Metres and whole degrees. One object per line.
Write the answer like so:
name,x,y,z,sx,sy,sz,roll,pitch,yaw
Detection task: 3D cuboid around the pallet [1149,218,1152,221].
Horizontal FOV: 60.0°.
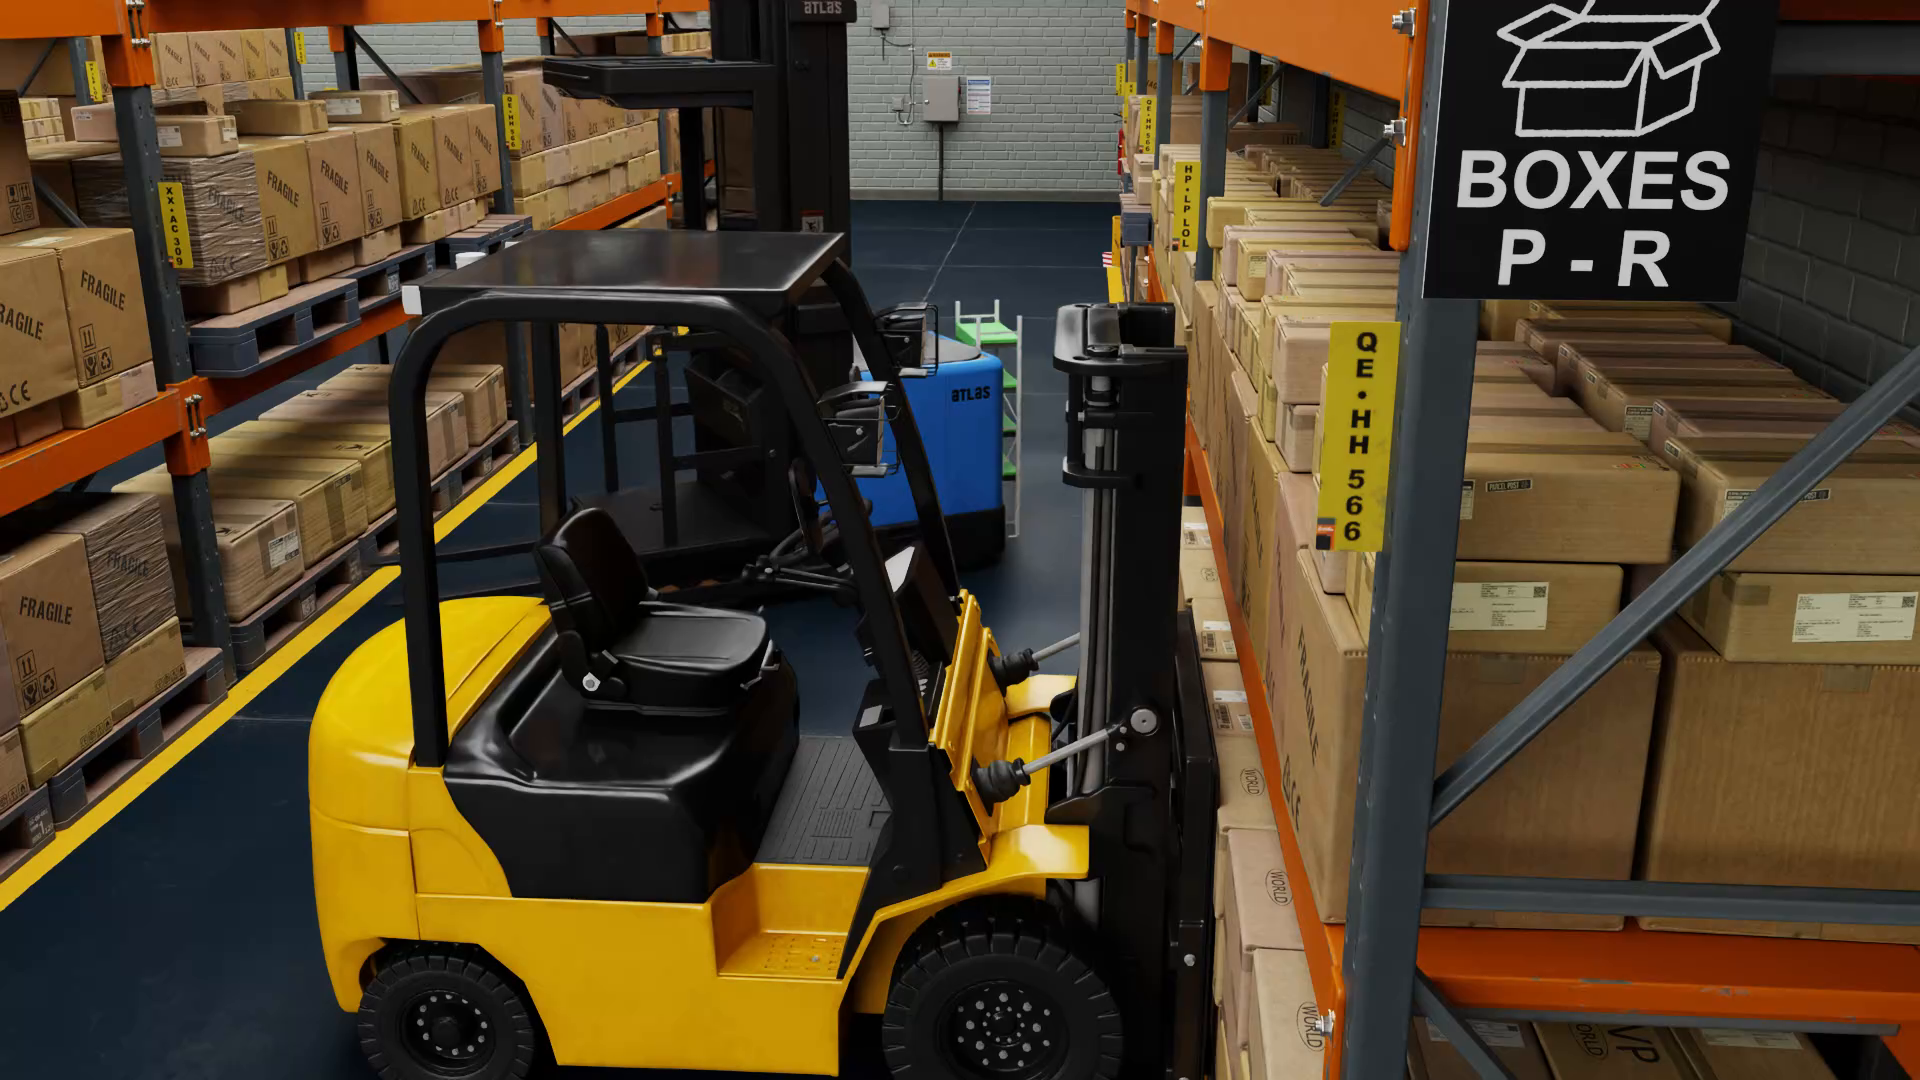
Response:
pallet,1.799,-2.458,11.914,1.003,0.211,1.213,1,18,4

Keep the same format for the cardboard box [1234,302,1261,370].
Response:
cardboard box,0.972,-0.568,4.637,0.380,0.149,0.250,1,18,2

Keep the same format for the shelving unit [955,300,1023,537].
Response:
shelving unit,0.148,-0.656,8.998,0.258,1.200,0.503,-4,19,-12

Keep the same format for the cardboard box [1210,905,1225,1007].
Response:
cardboard box,0.877,0.935,4.191,0.500,0.250,0.500,1,18,3

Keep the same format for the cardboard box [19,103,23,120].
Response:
cardboard box,-7.818,-3.446,13.396,0.380,0.149,0.250,1,18,2

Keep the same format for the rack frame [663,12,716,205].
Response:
rack frame,-2.713,-4.539,17.958,1.000,3.000,0.127,1,18,4

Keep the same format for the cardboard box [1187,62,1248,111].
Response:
cardboard box,2.323,-4.070,15.086,0.500,0.500,0.500,1,18,2

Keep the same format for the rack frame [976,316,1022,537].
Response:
rack frame,0.202,-0.582,8.772,0.240,1.200,0.015,-4,19,-12

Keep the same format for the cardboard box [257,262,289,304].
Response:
cardboard box,-3.192,-1.134,7.296,0.380,0.149,0.250,2,18,5

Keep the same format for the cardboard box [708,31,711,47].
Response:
cardboard box,-2.576,-4.856,16.119,0.380,0.149,0.250,2,18,5

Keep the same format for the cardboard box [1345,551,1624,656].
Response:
cardboard box,0.836,0.070,2.689,0.380,0.149,0.250,2,18,5

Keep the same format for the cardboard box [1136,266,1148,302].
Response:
cardboard box,1.664,-1.888,13.207,0.500,0.500,0.500,1,18,3

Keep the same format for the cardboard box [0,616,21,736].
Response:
cardboard box,-3.419,0.445,5.285,0.500,0.500,0.500,2,18,7

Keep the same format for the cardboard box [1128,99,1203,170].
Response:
cardboard box,1.656,-3.128,12.817,0.700,0.500,0.500,1,18,5

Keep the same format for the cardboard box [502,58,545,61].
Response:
cardboard box,-3.327,-3.530,13.114,0.500,0.500,0.500,1,18,4

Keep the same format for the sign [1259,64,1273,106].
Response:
sign,2.505,-3.726,13.617,0.100,0.325,0.005,1,18,4

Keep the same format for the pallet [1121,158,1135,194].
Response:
pallet,1.785,-2.850,13.112,1.003,0.211,1.213,1,18,4

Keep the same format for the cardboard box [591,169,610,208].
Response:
cardboard box,-2.906,-2.606,12.298,0.500,0.250,0.500,1,18,4

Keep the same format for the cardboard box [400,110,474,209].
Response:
cardboard box,-3.068,-2.135,9.308,0.500,0.500,0.500,1,18,3

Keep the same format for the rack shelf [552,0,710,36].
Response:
rack shelf,-2.857,-5.001,15.707,1.077,0.370,4.000,1,18,4

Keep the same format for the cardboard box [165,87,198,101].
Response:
cardboard box,-7.557,-4.022,15.743,0.500,0.500,0.500,1,18,3

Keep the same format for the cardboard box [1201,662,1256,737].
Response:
cardboard box,0.914,0.549,4.566,0.500,0.250,0.500,1,18,3

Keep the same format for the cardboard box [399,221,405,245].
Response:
cardboard box,-3.172,-1.624,8.792,0.380,0.149,0.250,1,18,4

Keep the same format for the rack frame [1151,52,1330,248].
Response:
rack frame,1.664,-1.945,10.041,1.000,3.000,0.127,1,18,4

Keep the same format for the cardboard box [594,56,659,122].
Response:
cardboard box,-2.782,-3.675,13.555,0.500,0.500,0.500,2,18,6

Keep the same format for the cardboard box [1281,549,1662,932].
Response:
cardboard box,0.864,0.334,2.927,0.500,0.500,0.500,1,18,3

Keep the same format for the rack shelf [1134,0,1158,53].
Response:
rack shelf,1.808,-3.649,11.581,1.077,0.370,4.000,1,18,4

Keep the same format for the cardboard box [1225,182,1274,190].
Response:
cardboard box,1.243,-1.567,7.685,0.380,0.149,0.250,1,18,4

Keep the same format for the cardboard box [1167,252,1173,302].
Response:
cardboard box,1.279,-1.264,8.204,0.500,0.250,0.500,2,18,6

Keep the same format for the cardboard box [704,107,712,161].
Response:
cardboard box,-2.623,-3.795,15.526,0.500,0.500,0.500,1,18,4

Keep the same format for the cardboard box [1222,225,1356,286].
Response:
cardboard box,1.000,-0.867,5.071,0.380,0.149,0.250,2,18,5

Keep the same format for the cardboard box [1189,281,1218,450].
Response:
cardboard box,1.085,-0.618,5.831,0.500,0.500,0.500,1,18,2

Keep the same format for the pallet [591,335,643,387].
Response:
pallet,-3.065,-1.350,12.705,1.003,0.211,1.213,1,18,4

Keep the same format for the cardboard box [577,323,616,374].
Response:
cardboard box,-3.086,-1.734,12.135,0.875,0.875,0.875,2,18,5

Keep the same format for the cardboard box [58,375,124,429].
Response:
cardboard box,-3.304,-0.508,6.061,0.380,0.149,0.250,2,18,5

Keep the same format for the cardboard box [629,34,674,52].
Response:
cardboard box,-2.740,-4.380,14.665,0.380,0.149,0.250,1,18,3

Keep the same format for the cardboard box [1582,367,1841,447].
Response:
cardboard box,1.385,-0.220,3.096,0.380,0.149,0.250,2,18,5

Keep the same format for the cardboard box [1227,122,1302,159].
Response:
cardboard box,1.857,-2.348,10.437,0.500,0.500,0.500,2,18,7

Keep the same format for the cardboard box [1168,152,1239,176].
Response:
cardboard box,1.337,-2.045,9.144,0.380,0.149,0.250,2,18,5

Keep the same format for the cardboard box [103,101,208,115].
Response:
cardboard box,-3.733,-1.957,7.724,0.380,0.149,0.250,1,18,2

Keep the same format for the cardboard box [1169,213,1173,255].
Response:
cardboard box,1.285,-1.502,8.127,0.500,0.250,0.500,2,18,5

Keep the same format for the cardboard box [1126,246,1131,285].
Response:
cardboard box,1.925,-2.666,15.583,0.700,0.500,0.500,1,18,2

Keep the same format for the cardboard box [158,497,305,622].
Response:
cardboard box,-3.539,0.074,7.425,0.950,0.372,0.625,2,18,5

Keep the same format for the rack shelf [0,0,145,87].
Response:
rack shelf,-3.717,-1.274,4.333,1.077,0.370,4.000,1,18,4

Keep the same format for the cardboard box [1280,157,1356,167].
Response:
cardboard box,1.908,-1.954,8.868,0.380,0.149,0.250,1,18,3

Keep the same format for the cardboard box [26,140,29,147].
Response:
cardboard box,-7.813,-3.170,13.510,0.380,0.149,0.250,1,18,4

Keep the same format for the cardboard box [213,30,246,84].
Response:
cardboard box,-7.507,-4.815,16.558,0.500,0.500,0.500,2,18,7

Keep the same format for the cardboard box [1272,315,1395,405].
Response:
cardboard box,0.885,-0.391,3.620,0.380,0.149,0.250,2,18,5

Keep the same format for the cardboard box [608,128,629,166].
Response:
cardboard box,-2.849,-3.004,12.712,0.500,0.250,0.500,2,18,5

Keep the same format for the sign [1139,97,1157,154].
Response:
sign,1.122,-2.466,9.901,0.100,0.325,0.005,1,18,4

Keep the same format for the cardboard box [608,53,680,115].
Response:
cardboard box,-2.724,-3.962,14.430,0.500,0.500,0.500,1,18,4

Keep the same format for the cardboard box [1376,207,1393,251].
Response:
cardboard box,1.597,-1.017,5.528,0.380,0.149,0.250,1,18,2

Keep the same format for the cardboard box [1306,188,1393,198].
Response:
cardboard box,1.748,-1.479,7.416,0.380,0.149,0.250,1,18,4

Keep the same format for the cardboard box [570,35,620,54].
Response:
cardboard box,-3.168,-4.310,14.451,0.380,0.149,0.250,2,18,5

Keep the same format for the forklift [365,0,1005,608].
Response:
forklift,-1.322,-1.198,7.873,3.031,2.935,1.130,-9,20,-25

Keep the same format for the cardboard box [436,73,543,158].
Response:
cardboard box,-3.008,-2.725,10.655,0.500,0.500,0.500,1,18,2
